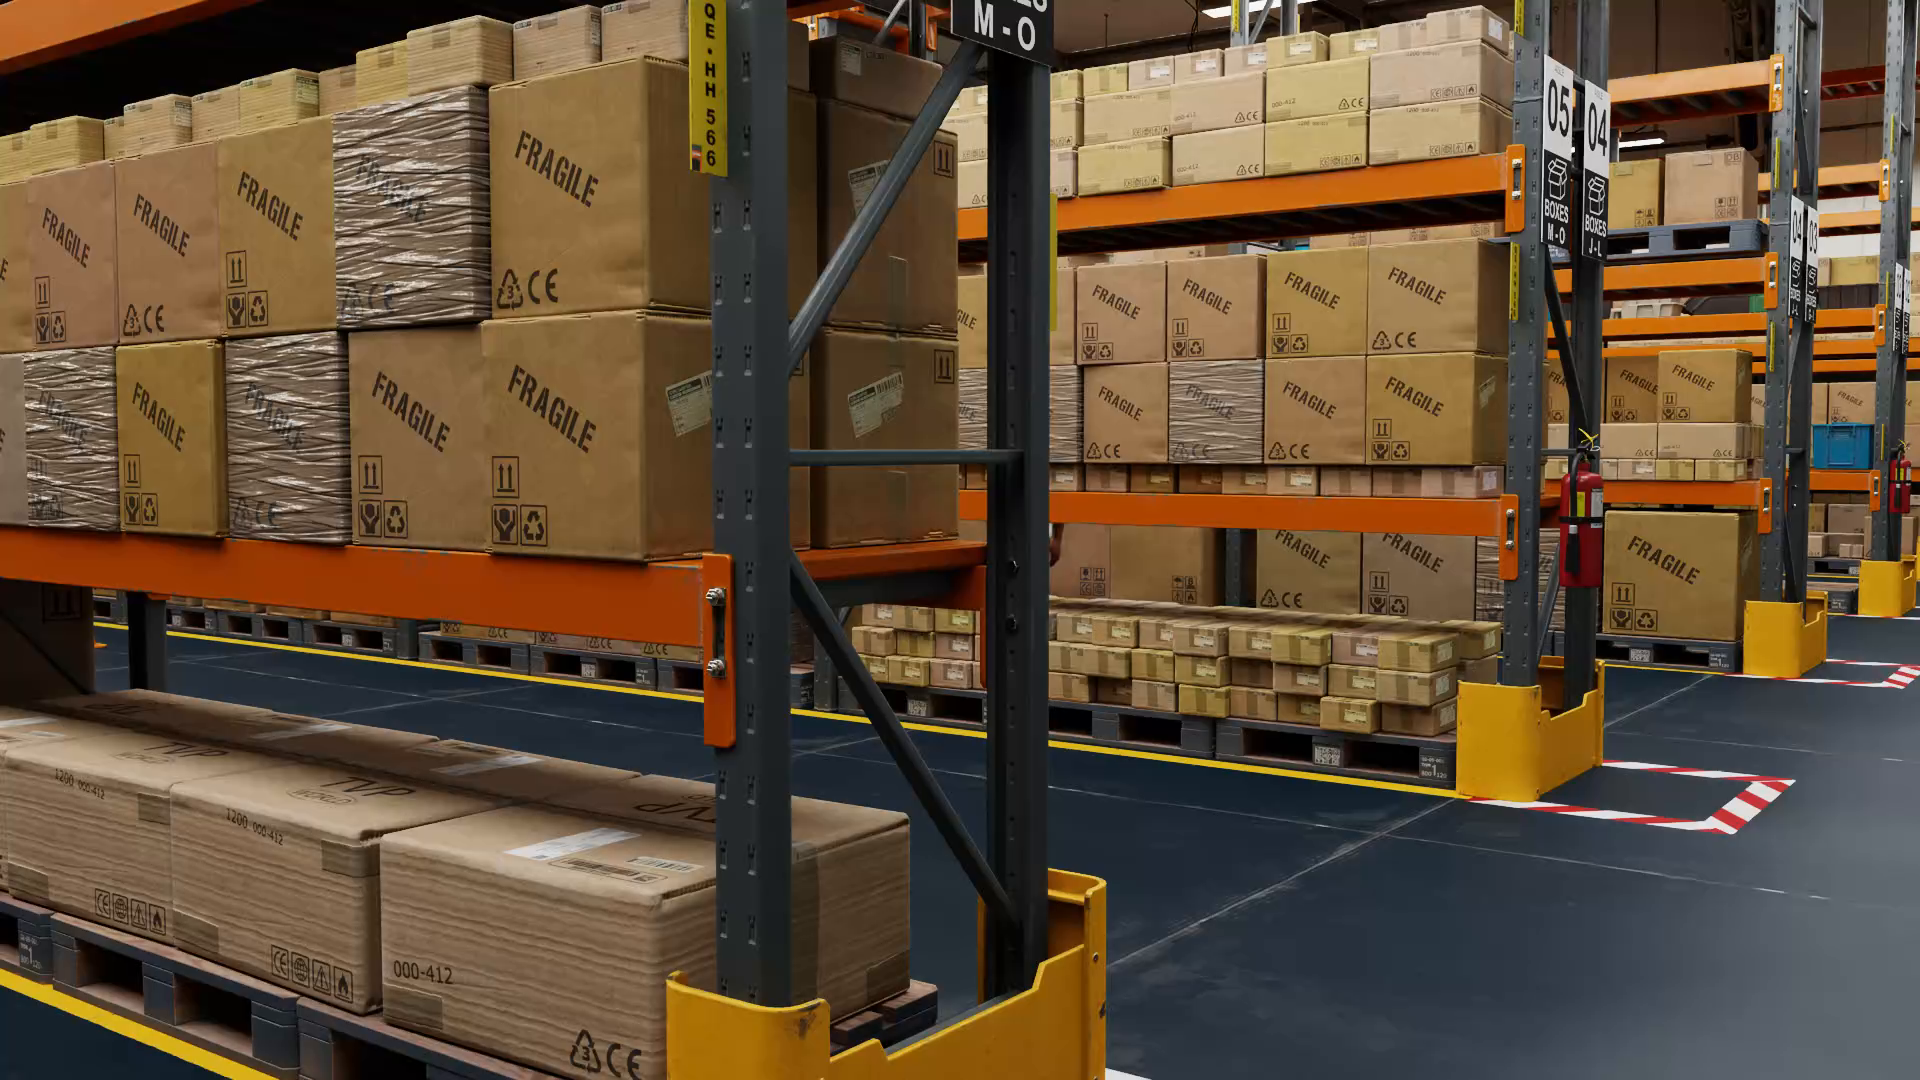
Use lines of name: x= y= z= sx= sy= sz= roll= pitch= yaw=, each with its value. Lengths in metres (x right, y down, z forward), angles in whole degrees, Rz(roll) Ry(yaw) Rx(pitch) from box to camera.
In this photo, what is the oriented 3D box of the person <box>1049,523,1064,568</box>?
person: x=0.463 y=0.006 z=11.657 sx=0.565 sy=1.764 sz=0.411 roll=2 pitch=4 yaw=38
